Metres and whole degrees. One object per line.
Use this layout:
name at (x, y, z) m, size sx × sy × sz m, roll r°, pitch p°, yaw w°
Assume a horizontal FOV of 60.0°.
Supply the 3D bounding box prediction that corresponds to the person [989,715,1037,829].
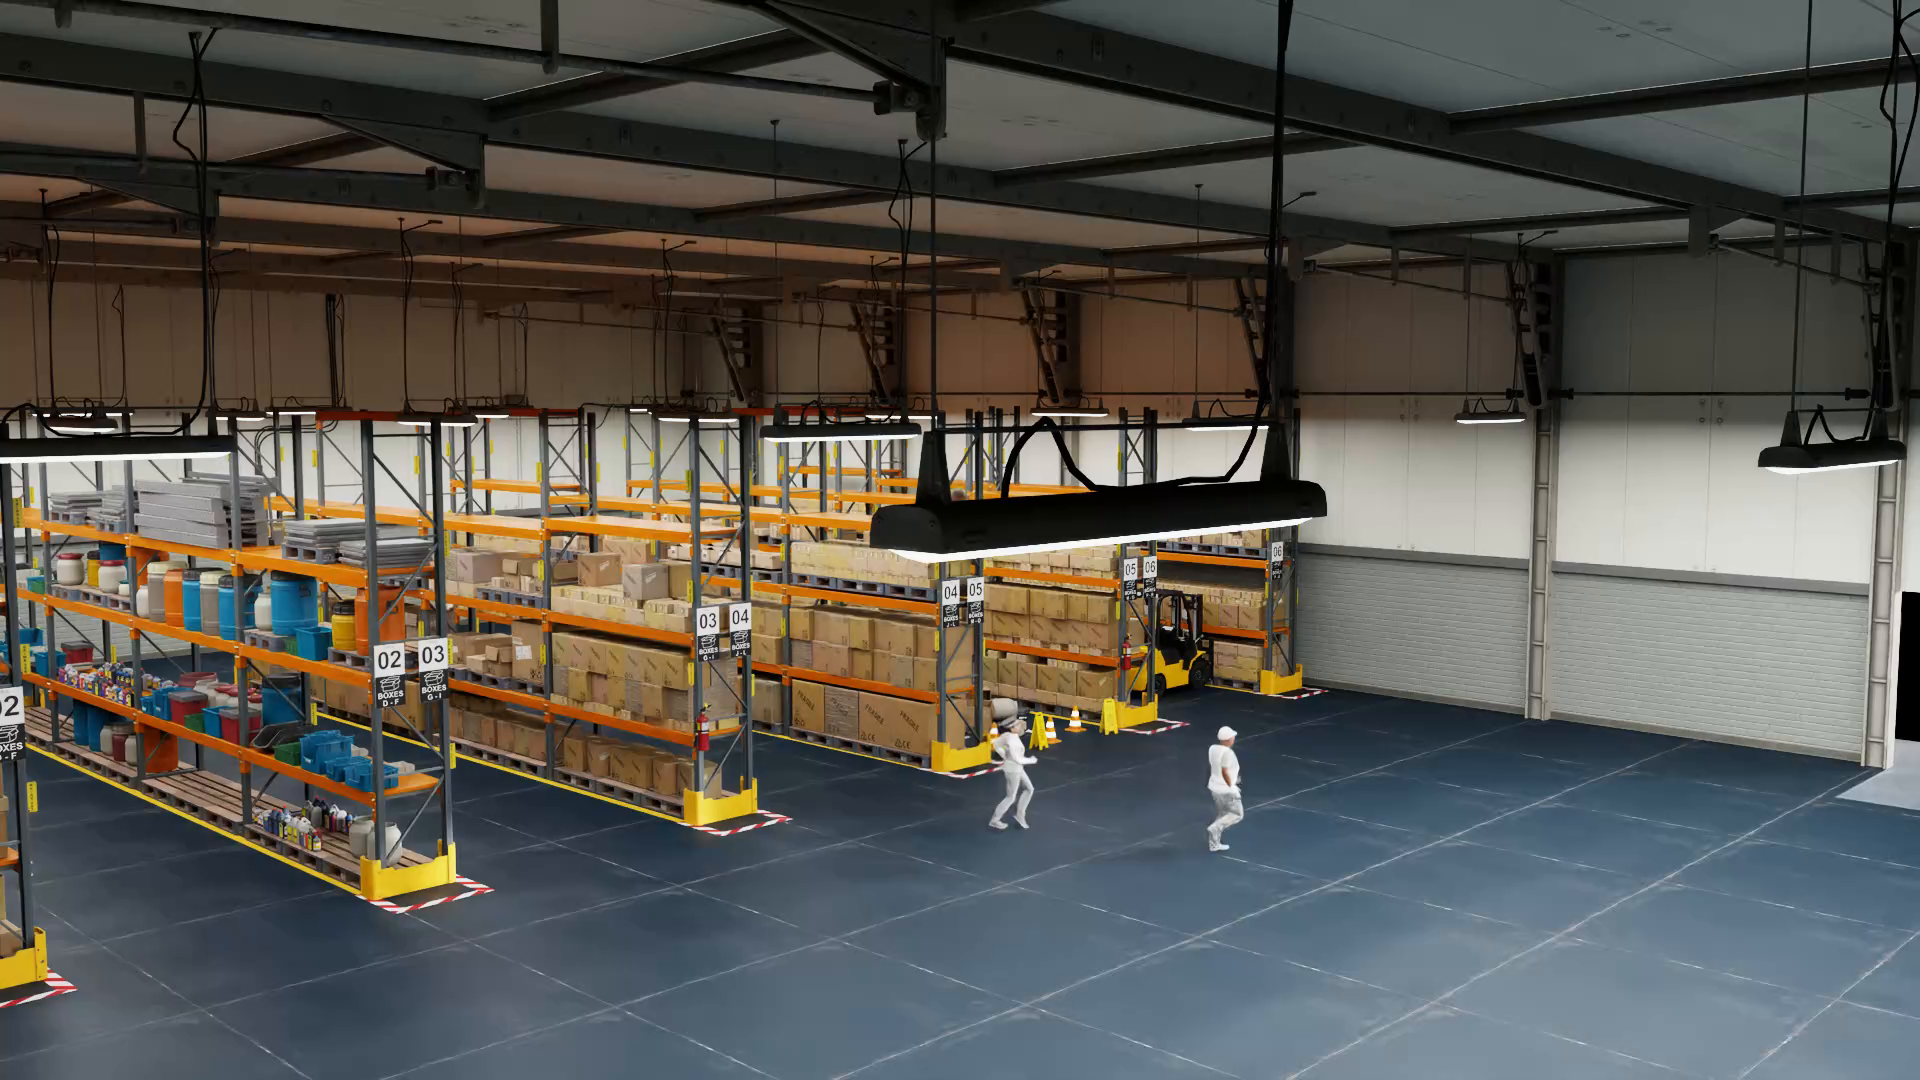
person at (0.765, 3.377, 24.100) m, size 0.706 × 1.708 × 0.616 m, roll 0°, pitch 5°, yaw -5°

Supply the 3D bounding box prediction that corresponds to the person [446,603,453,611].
person at (-12.503, 1.935, 40.041) m, size 0.878 × 1.698 × 0.772 m, roll 5°, pitch 7°, yaw 43°

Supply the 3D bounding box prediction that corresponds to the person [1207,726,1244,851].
person at (3.665, 3.435, 22.969) m, size 0.635 × 1.727 × 0.684 m, roll -2°, pitch 5°, yaw -18°
